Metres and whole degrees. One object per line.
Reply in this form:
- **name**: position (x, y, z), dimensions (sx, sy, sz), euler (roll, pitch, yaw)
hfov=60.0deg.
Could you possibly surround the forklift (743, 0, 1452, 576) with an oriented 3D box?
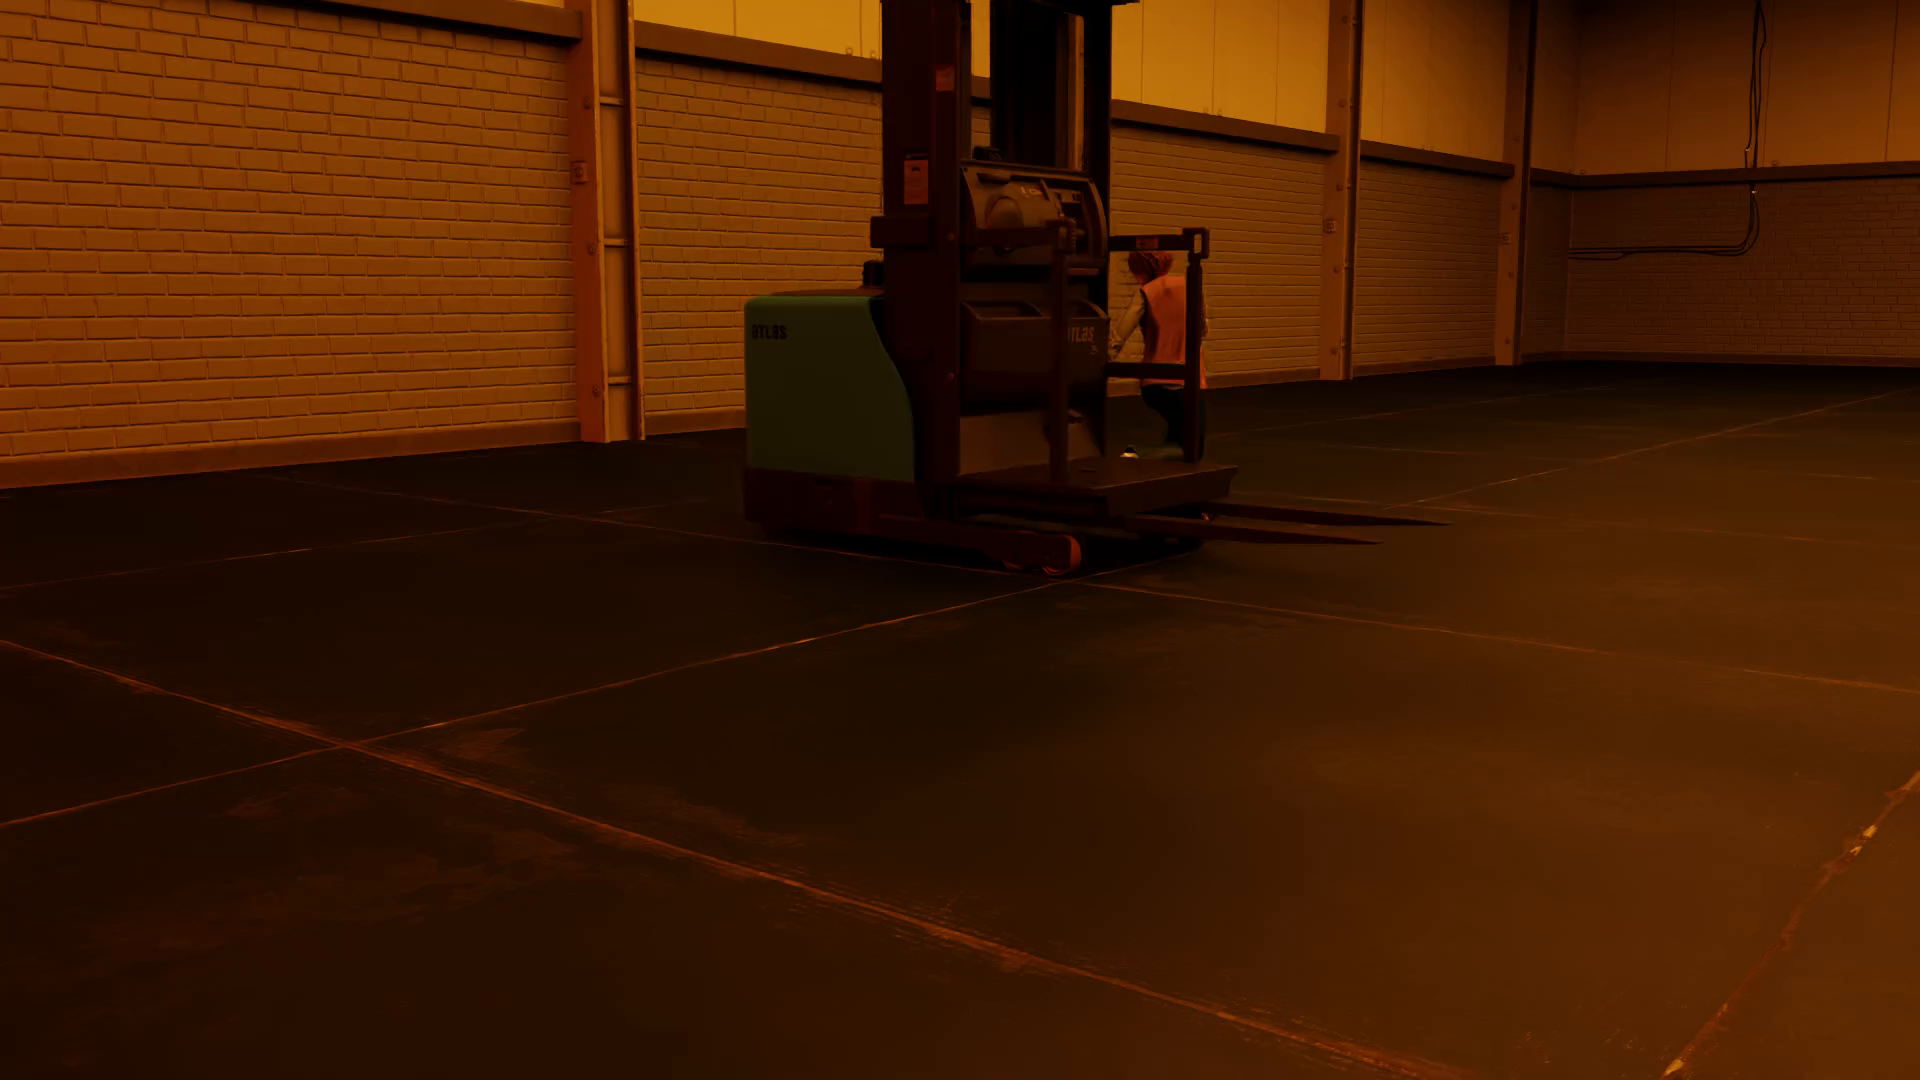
- **forklift**: position (0.482, -1.396, 6.820), dimensions (3.031, 2.935, 1.130), euler (7, 11, 38)

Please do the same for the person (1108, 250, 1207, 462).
- **person**: position (0.992, -0.821, 8.456), dimensions (0.539, 1.370, 0.811), euler (3, 9, 22)
